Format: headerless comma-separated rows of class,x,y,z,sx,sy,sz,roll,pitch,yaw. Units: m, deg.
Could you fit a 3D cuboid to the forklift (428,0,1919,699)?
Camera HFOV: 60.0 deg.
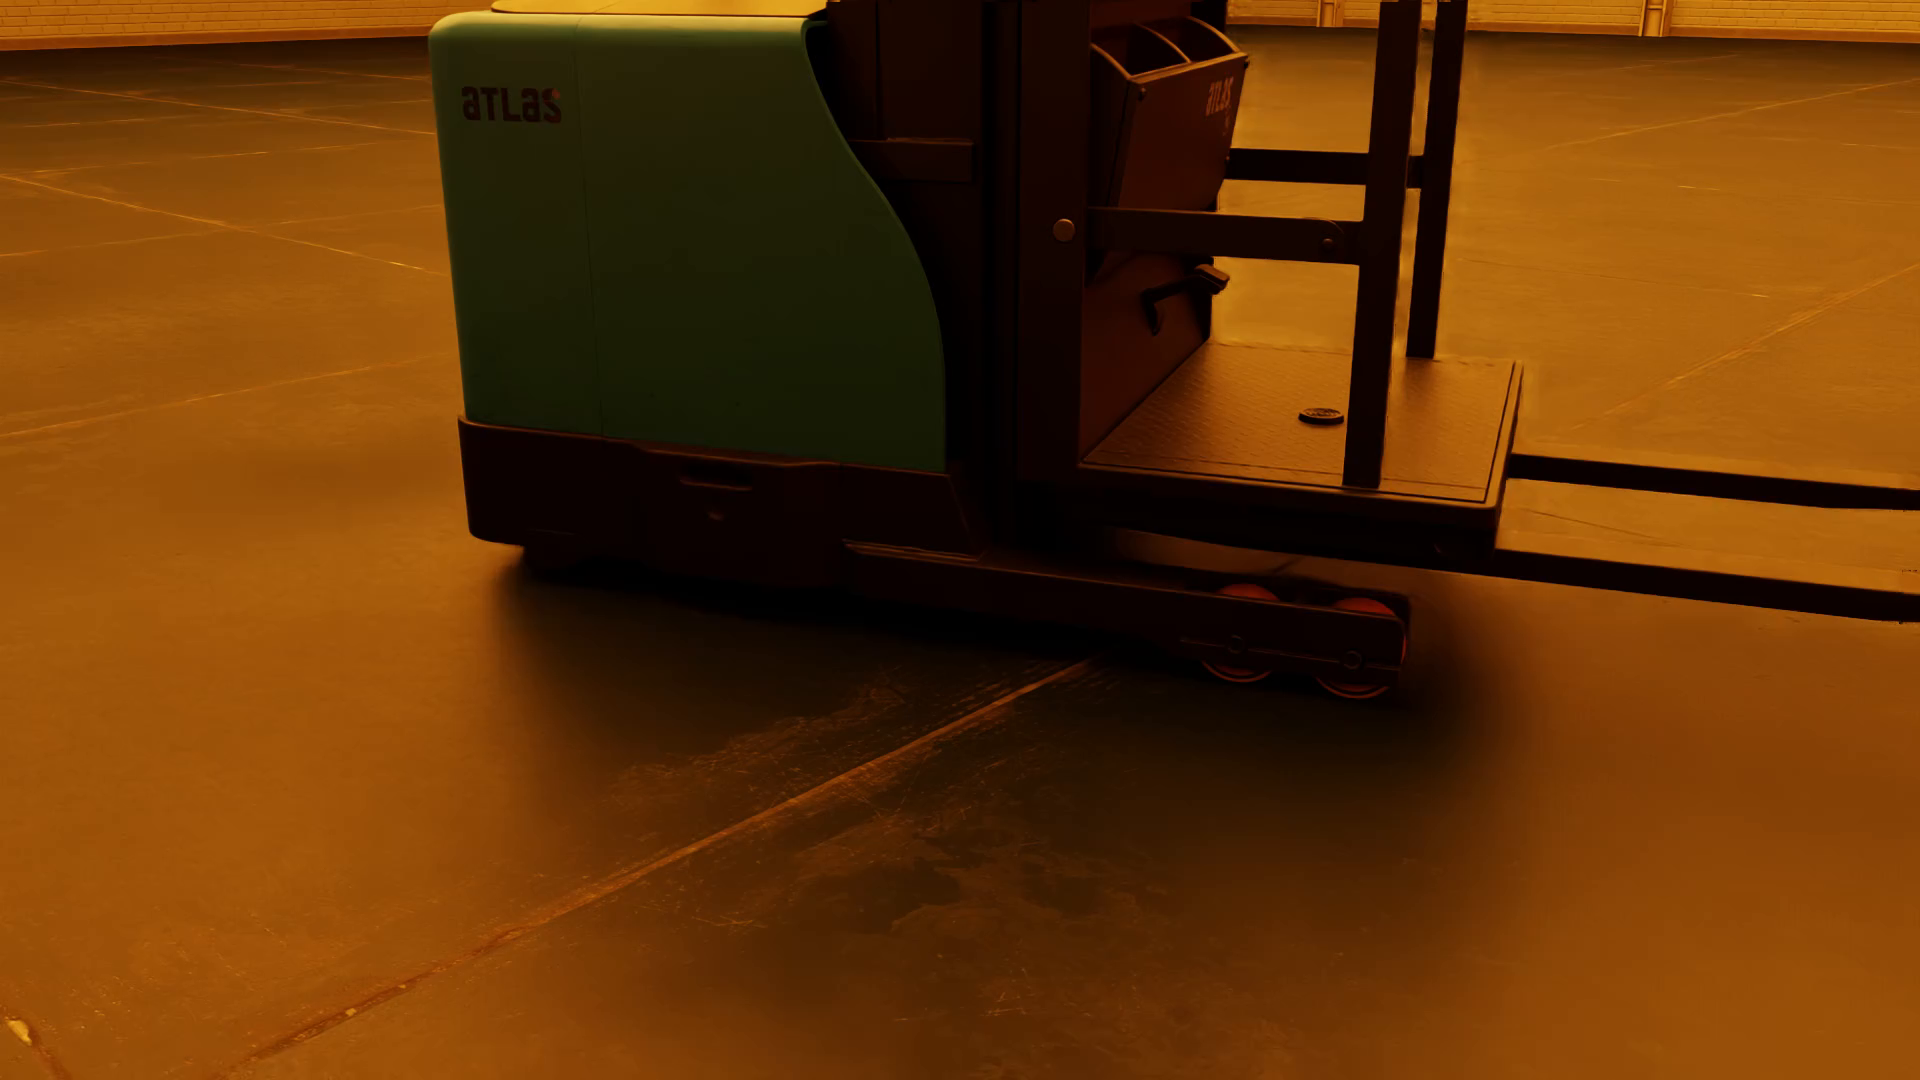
forklift,0.572,-1.316,2.861,3.031,2.935,1.130,7,20,19
